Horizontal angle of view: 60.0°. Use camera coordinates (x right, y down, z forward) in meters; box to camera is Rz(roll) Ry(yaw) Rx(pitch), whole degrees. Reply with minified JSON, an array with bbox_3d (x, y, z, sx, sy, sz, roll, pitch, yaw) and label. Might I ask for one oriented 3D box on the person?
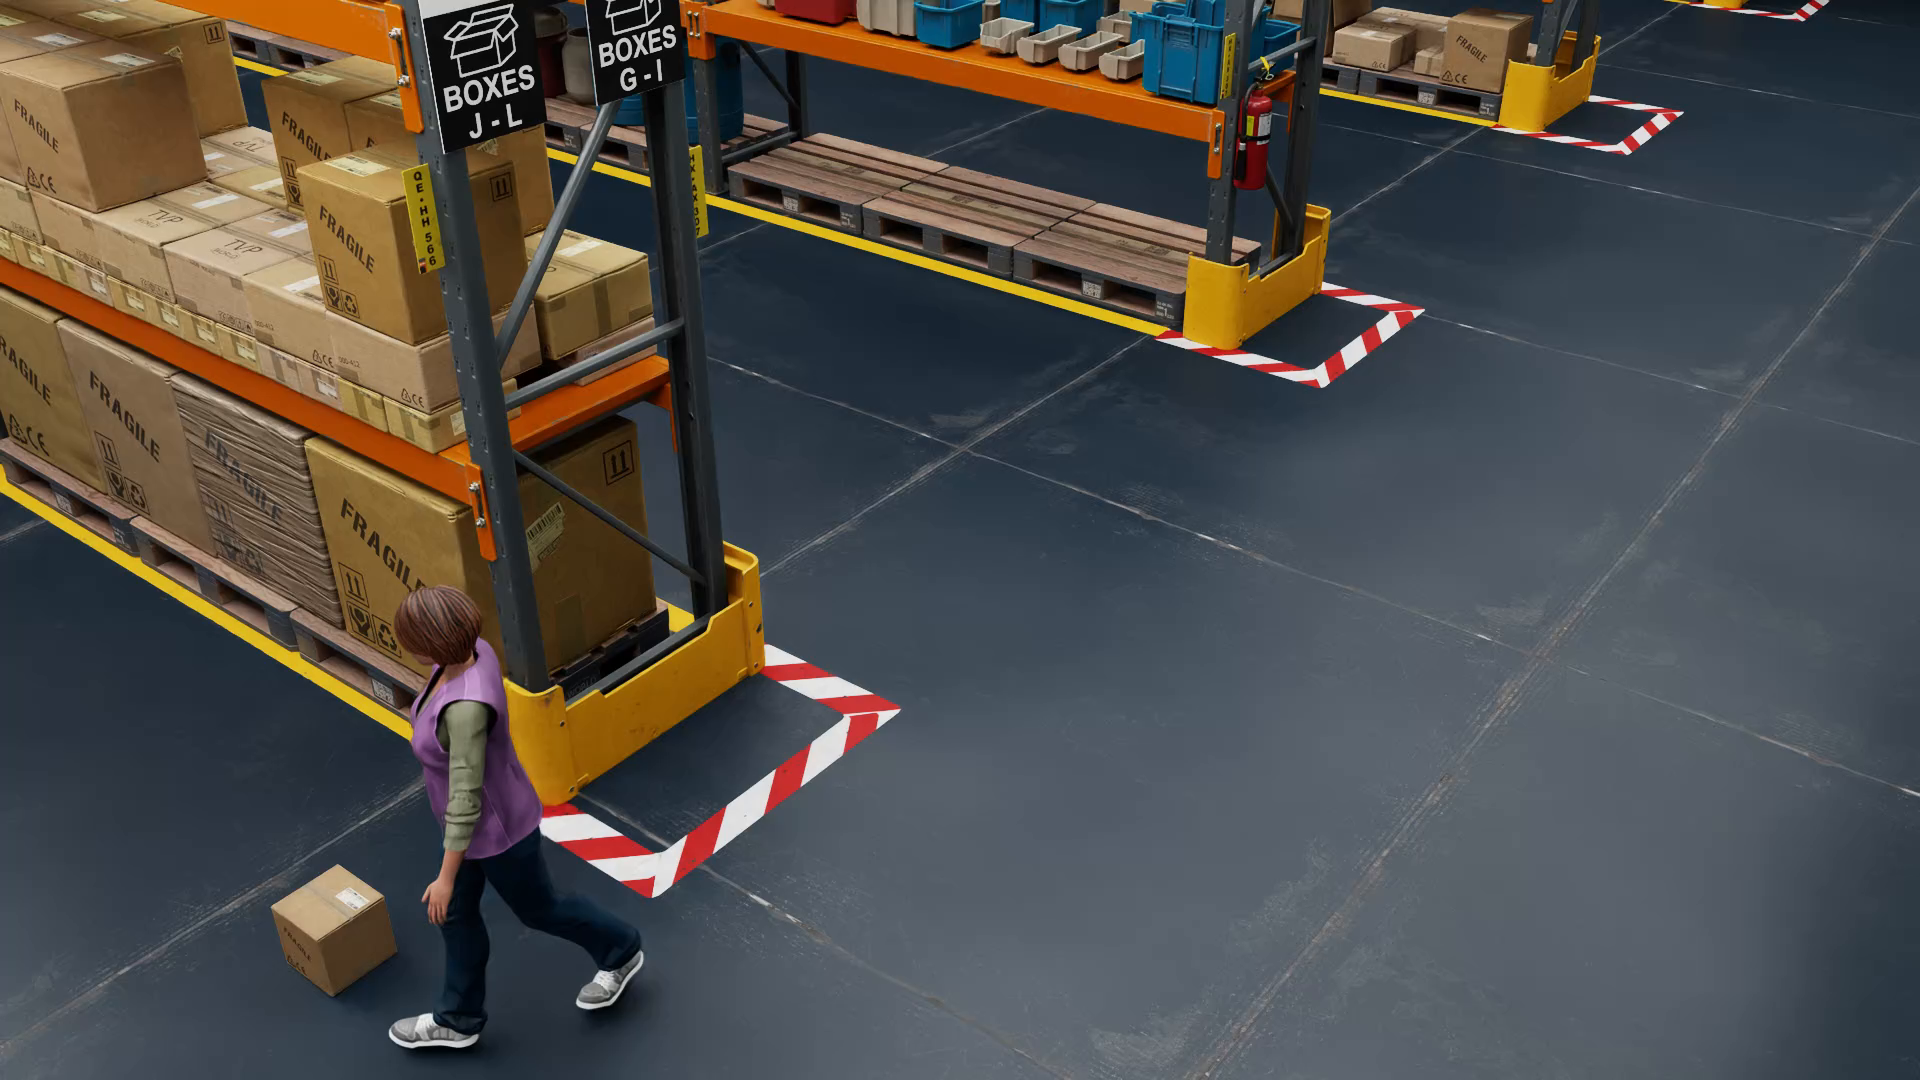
[{"bbox_3d":[-1.353,0.828,4.774,0.789,1.558,0.494,-13,34,-21],"label":"person"}]
